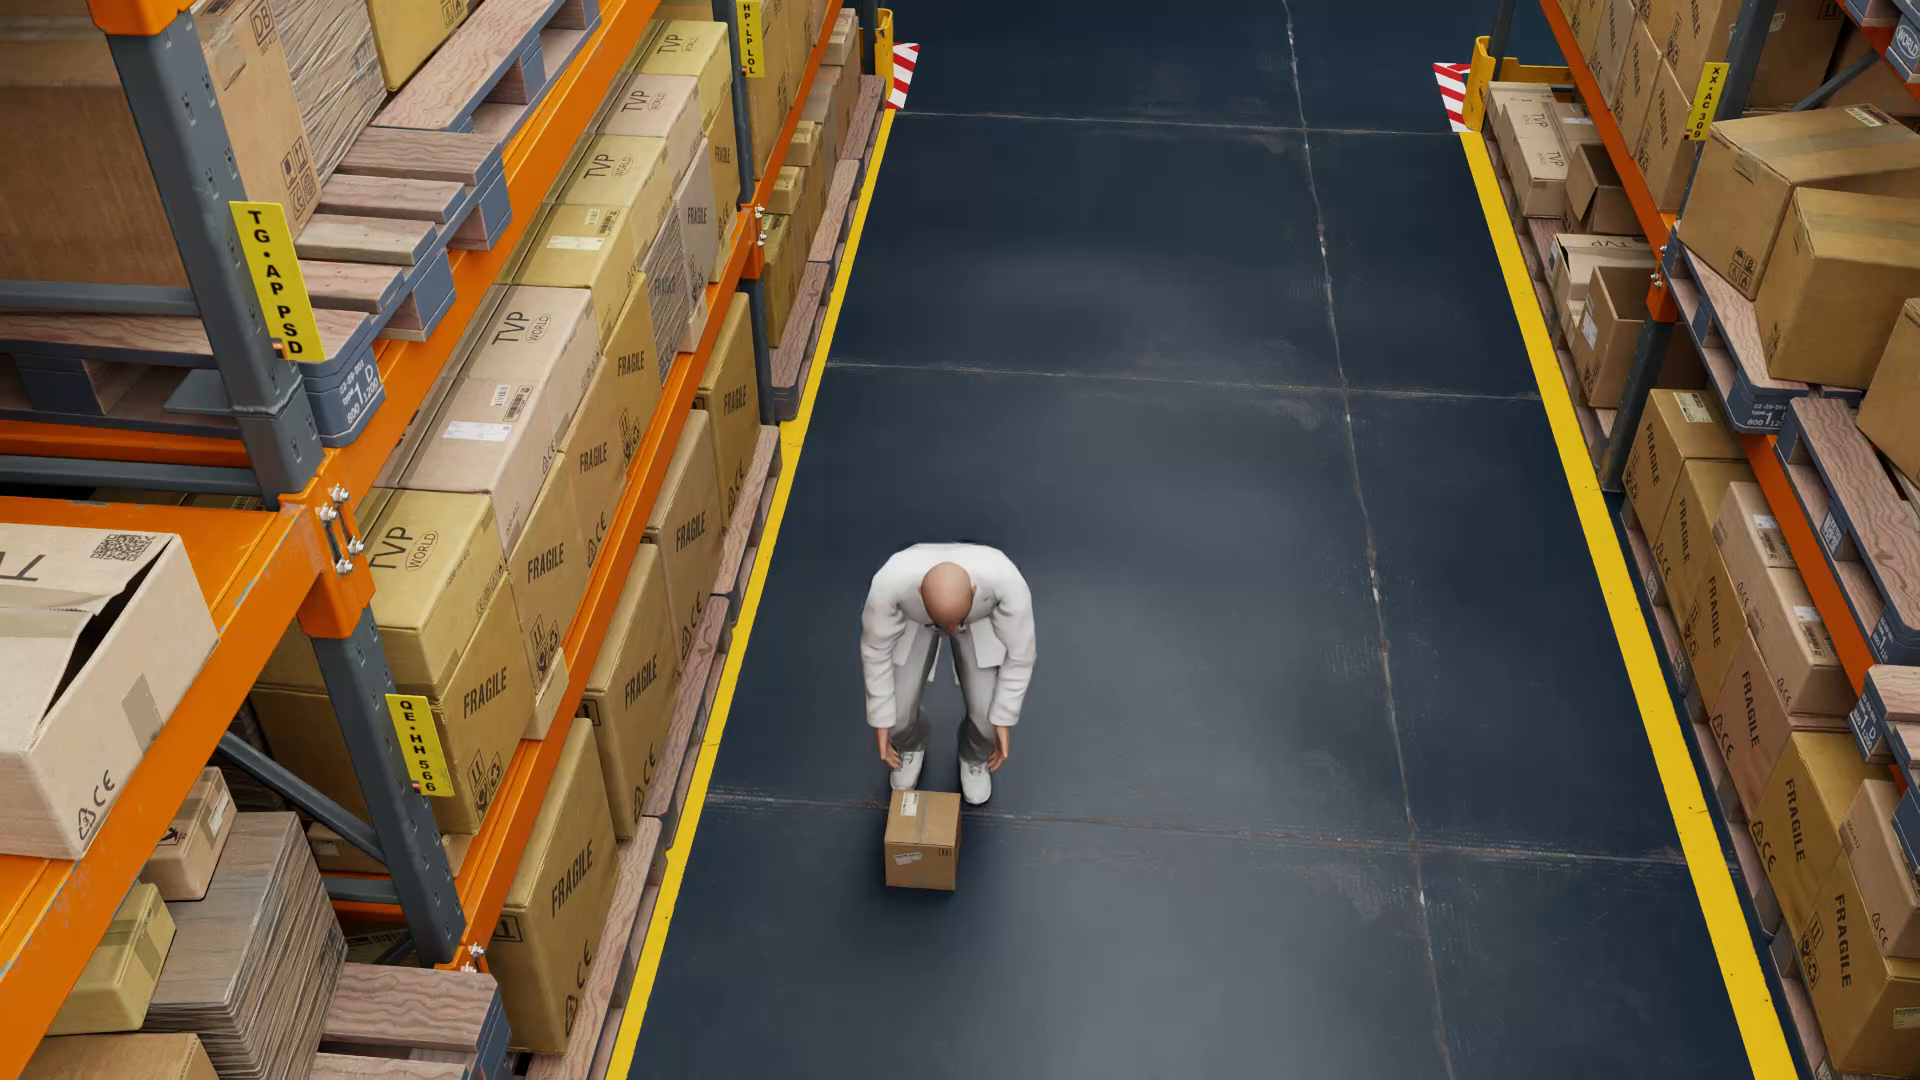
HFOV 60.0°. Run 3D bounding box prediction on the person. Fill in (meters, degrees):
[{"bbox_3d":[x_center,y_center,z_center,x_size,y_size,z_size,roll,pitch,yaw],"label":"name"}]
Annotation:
[{"bbox_3d":[-0.036,0.419,6.048,0.631,1.287,0.780,3,40,4],"label":"person"}]
